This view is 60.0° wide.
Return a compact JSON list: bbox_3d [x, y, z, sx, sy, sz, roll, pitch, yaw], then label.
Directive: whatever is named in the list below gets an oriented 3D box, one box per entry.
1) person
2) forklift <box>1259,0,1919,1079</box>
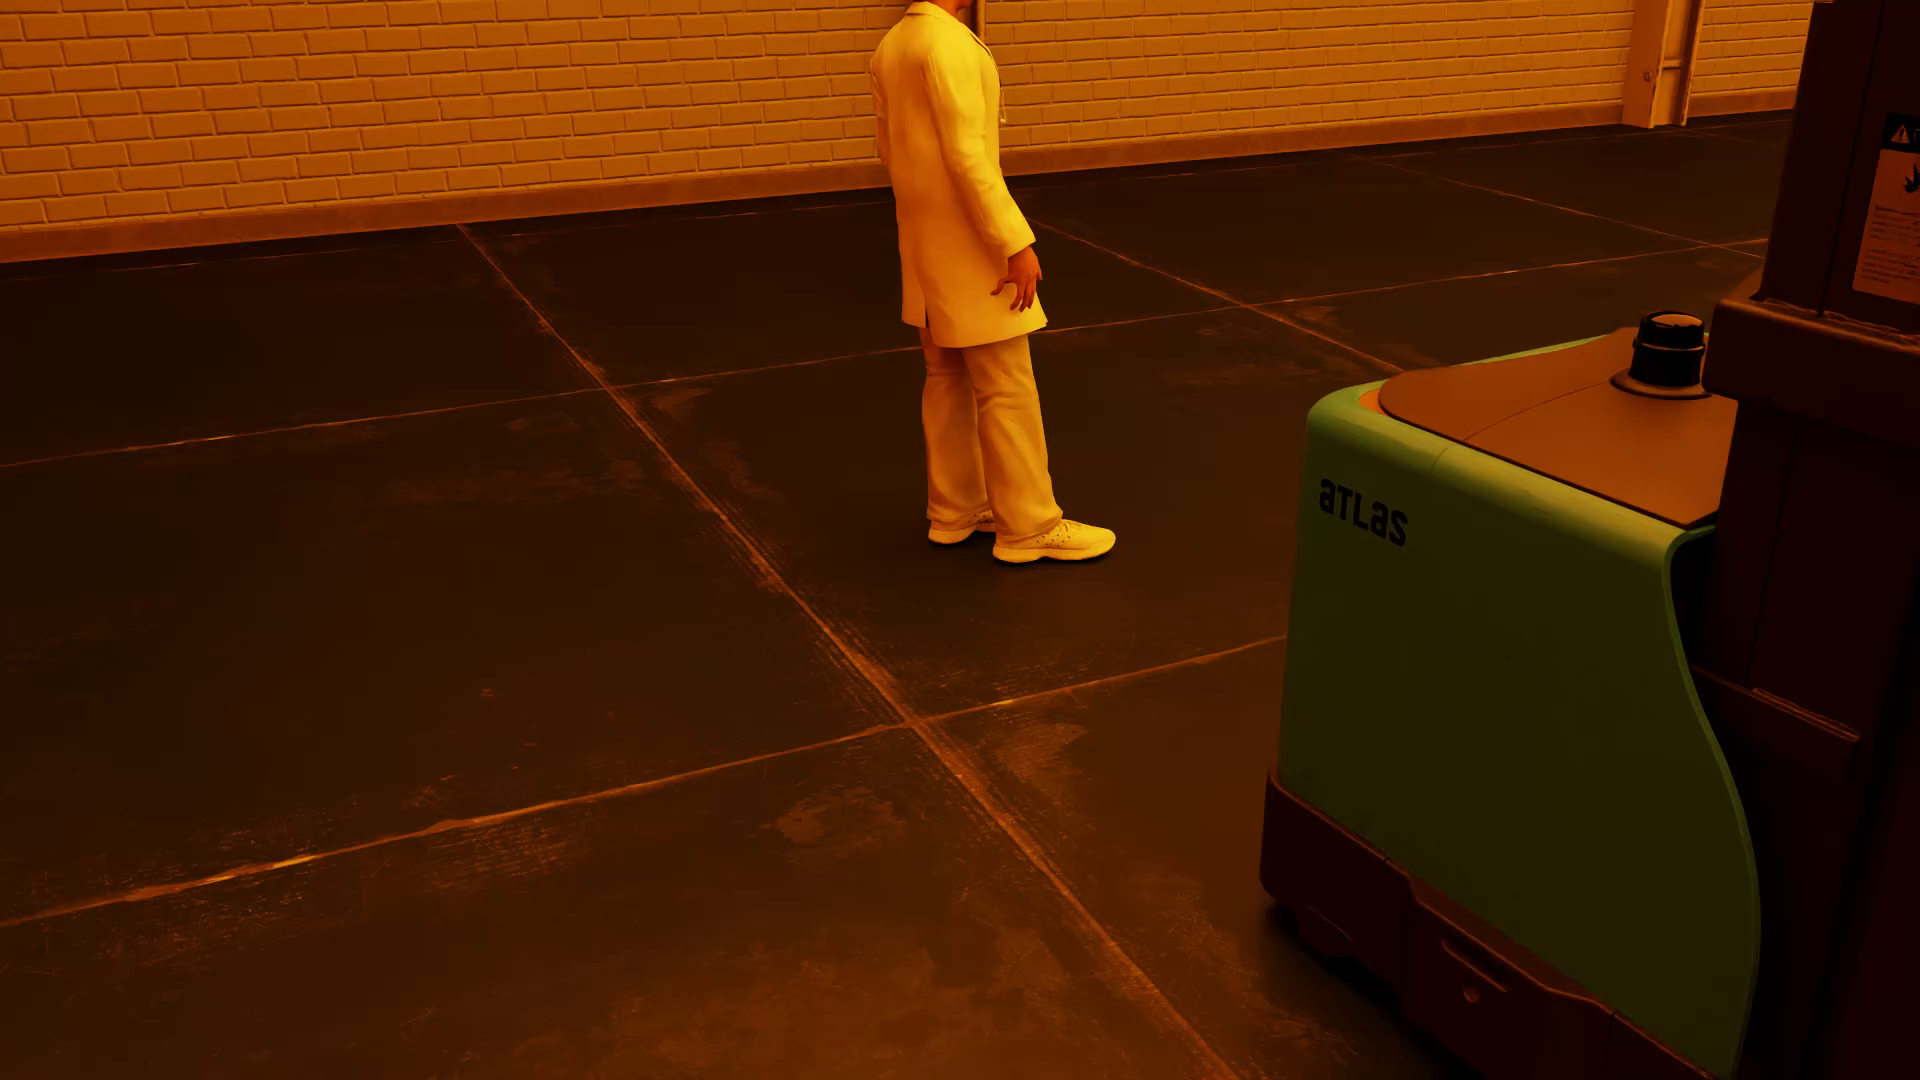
[{"bbox_3d":[0.084,-0.841,4.794,0.581,1.776,0.696,-10,25,-23],"label":"person"},{"bbox_3d":[1.780,-0.230,1.839,1.130,2.935,3.031,-13,26,-28],"label":"forklift"}]
